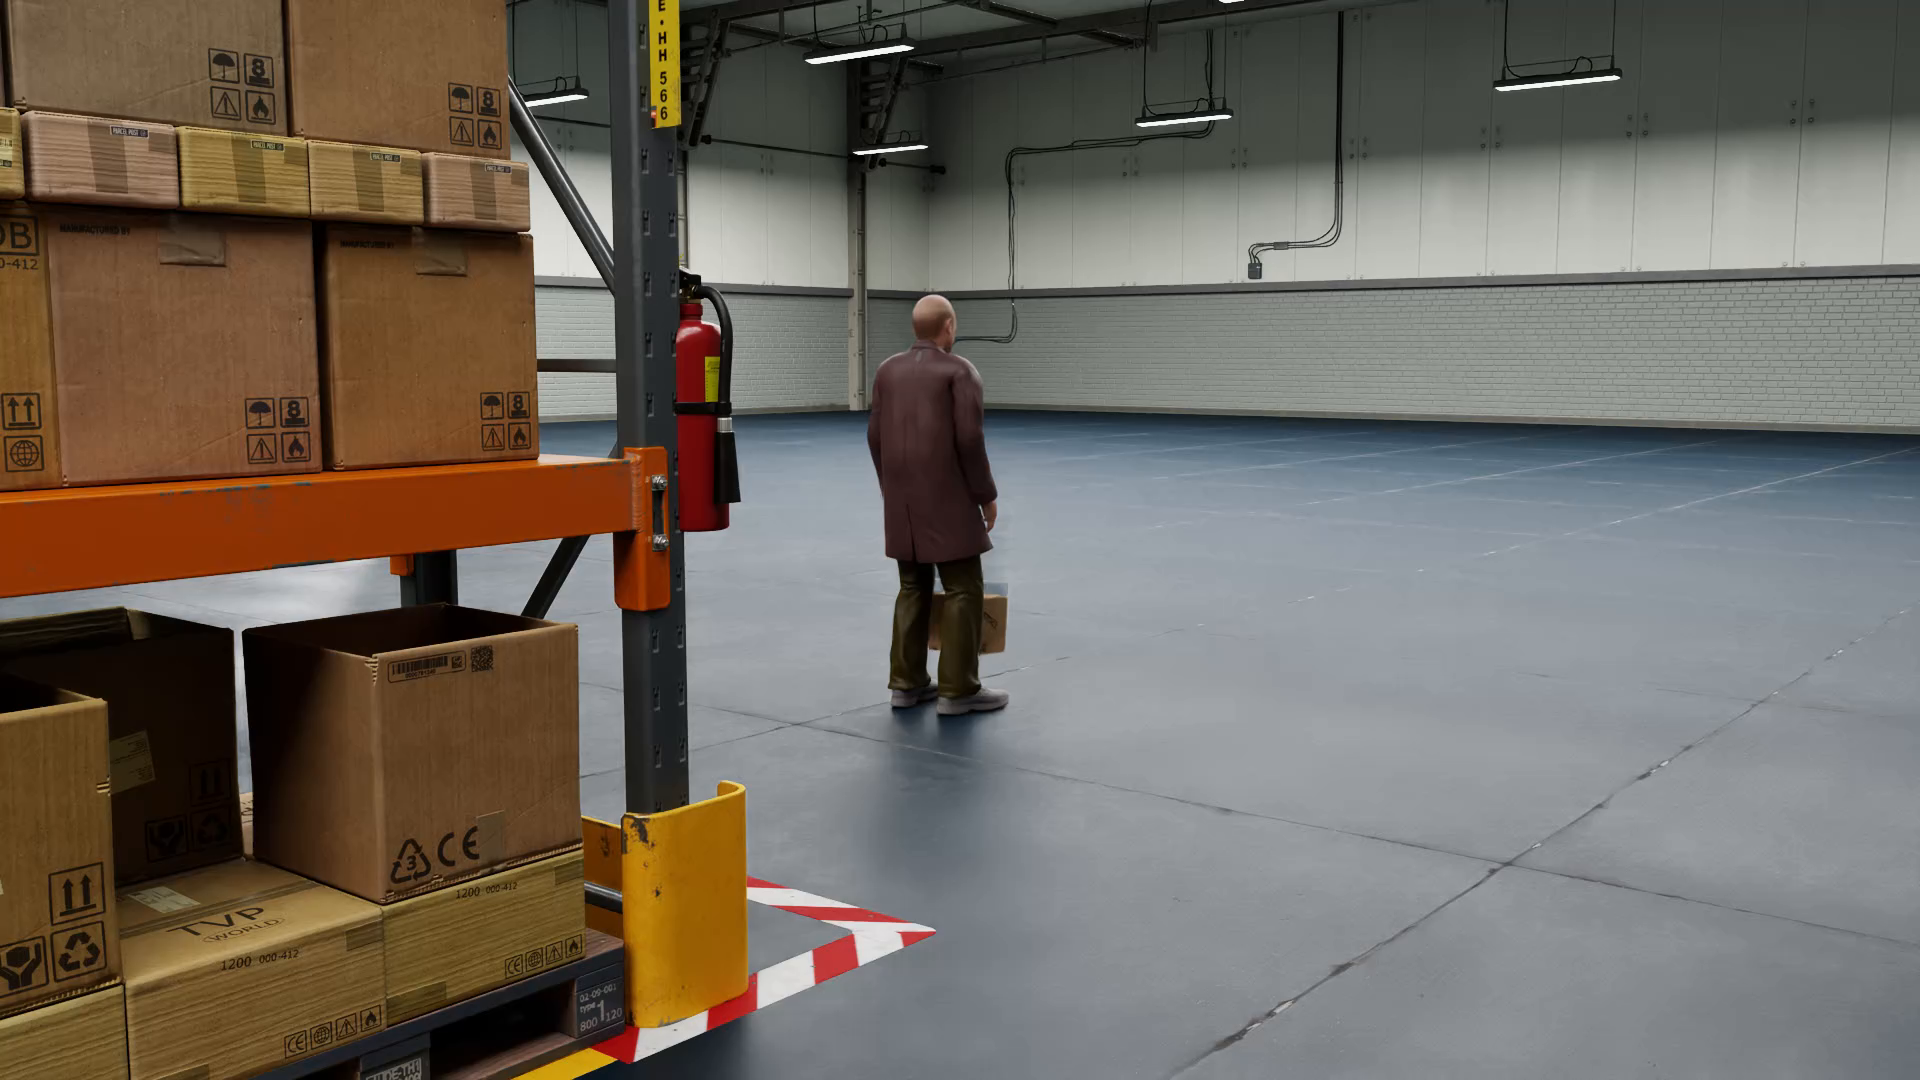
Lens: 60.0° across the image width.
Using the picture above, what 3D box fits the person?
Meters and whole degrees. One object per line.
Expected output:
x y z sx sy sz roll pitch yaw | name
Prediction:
-0.115 -0.158 7.161 0.601 1.775 0.425 5 8 37 | person
